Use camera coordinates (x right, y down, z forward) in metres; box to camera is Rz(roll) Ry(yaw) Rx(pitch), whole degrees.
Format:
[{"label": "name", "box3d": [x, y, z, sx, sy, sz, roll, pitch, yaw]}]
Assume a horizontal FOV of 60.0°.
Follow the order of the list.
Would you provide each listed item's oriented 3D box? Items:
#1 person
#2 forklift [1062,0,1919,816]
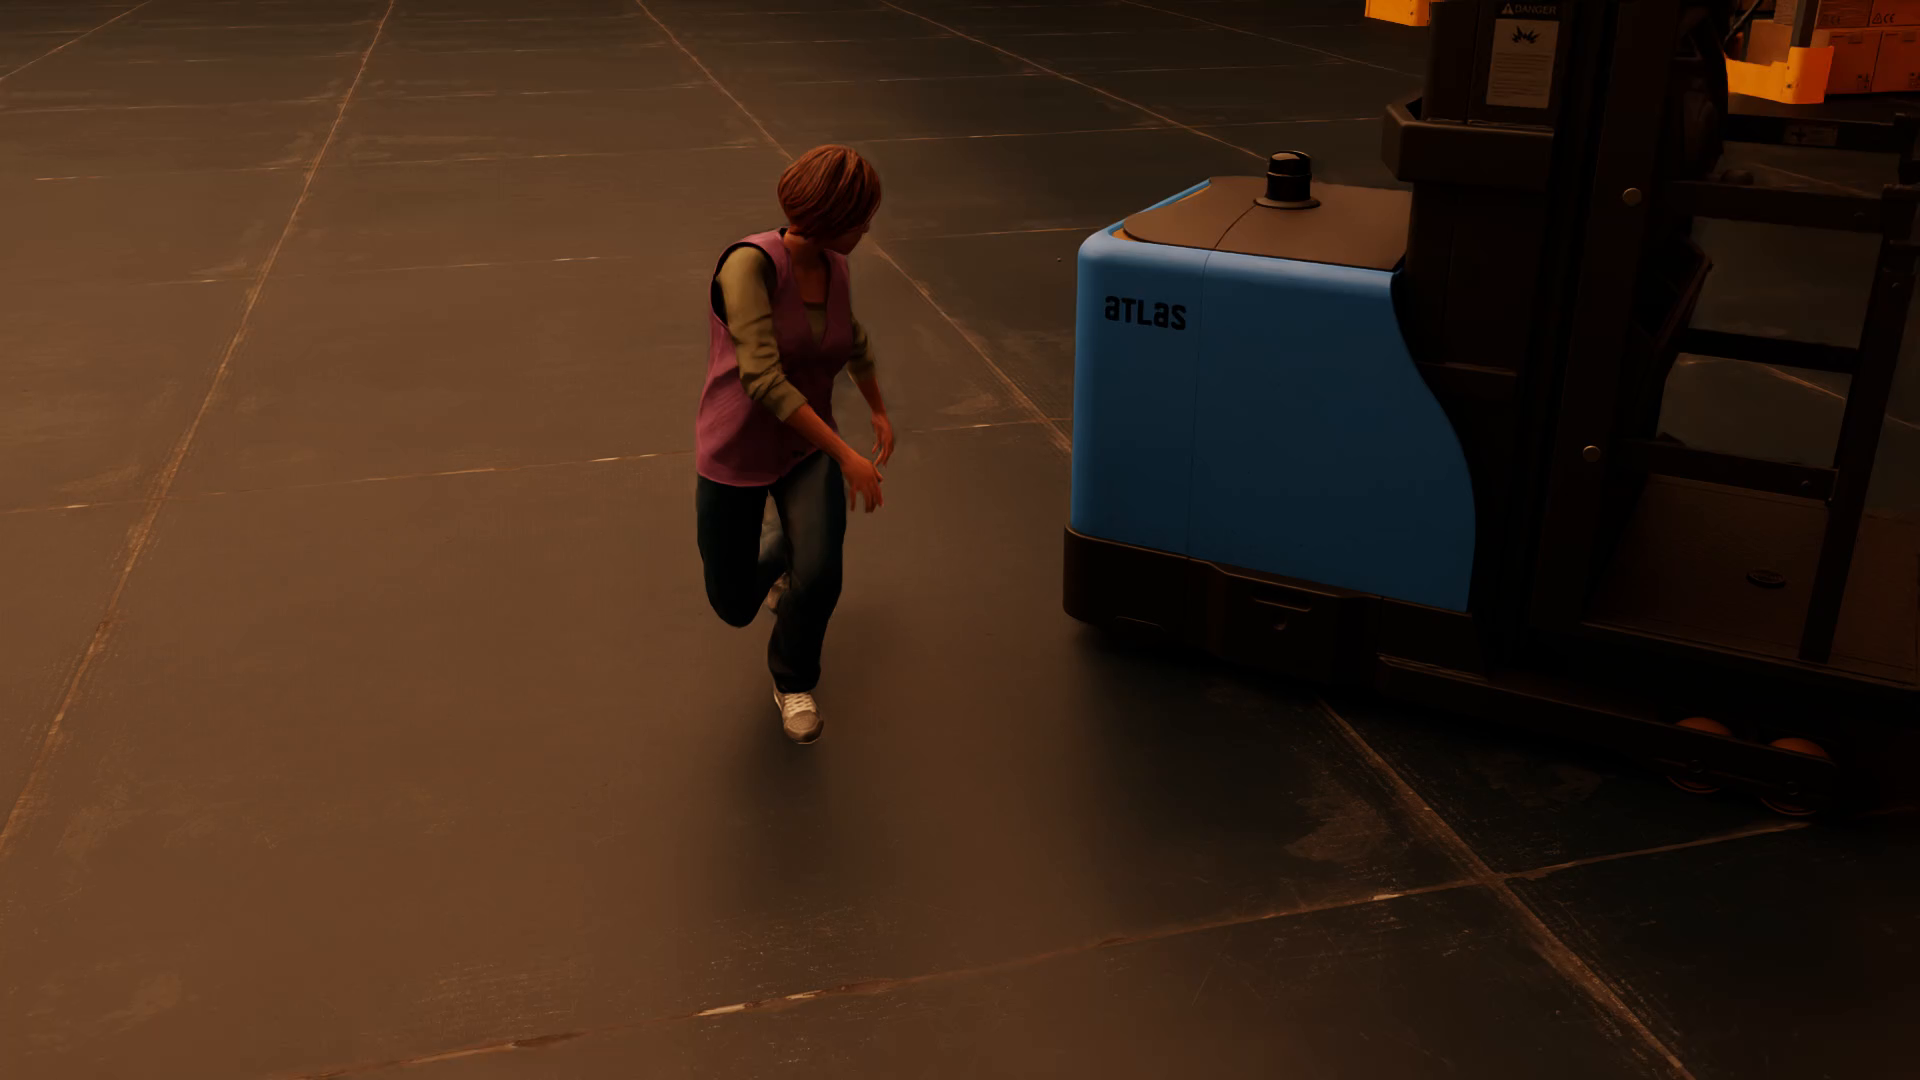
[{"label": "person", "box3d": [-0.368, -0.239, 3.930, 0.539, 1.370, 0.809, -8, 24, -18]}, {"label": "forklift", "box3d": [1.817, -0.983, 3.621, 3.031, 2.935, 1.130, 12, 26, 26]}]
